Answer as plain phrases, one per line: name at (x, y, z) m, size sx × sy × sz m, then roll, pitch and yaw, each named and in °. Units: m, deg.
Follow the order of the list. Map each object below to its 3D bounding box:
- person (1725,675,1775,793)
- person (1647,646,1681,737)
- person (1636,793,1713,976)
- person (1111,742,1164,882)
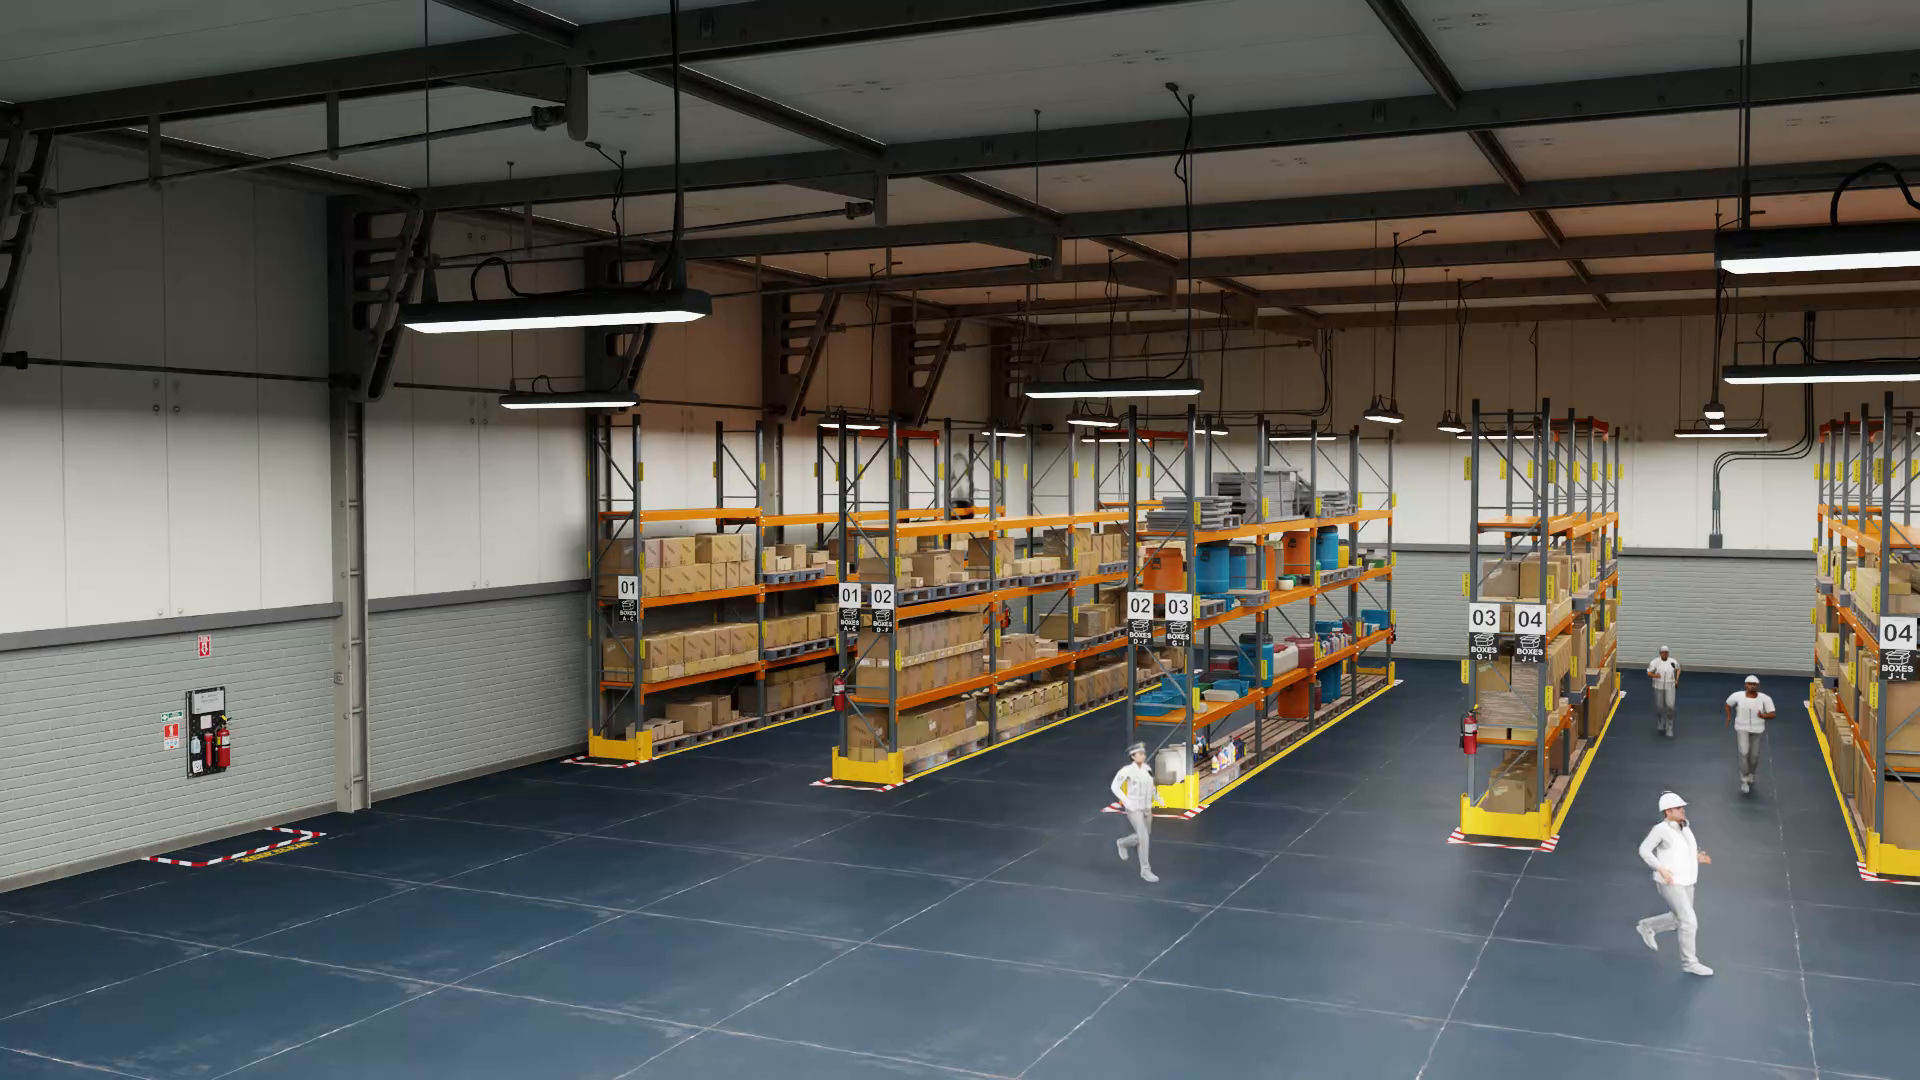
person at (12.433, 3.024, 26.153) m, size 0.692 × 1.803 × 0.803 m, roll 1°, pitch 2°, yaw 18°
person at (13.415, 2.865, 31.717) m, size 0.594 × 1.717 × 0.782 m, roll 1°, pitch 3°, yaw 24°
person at (7.189, 3.430, 16.759) m, size 0.668 × 1.748 × 0.896 m, roll -2°, pitch 3°, yaw -36°
person at (2.177, 3.332, 20.561) m, size 0.618 × 1.687 × 0.759 m, roll -2°, pitch 3°, yaw -37°
